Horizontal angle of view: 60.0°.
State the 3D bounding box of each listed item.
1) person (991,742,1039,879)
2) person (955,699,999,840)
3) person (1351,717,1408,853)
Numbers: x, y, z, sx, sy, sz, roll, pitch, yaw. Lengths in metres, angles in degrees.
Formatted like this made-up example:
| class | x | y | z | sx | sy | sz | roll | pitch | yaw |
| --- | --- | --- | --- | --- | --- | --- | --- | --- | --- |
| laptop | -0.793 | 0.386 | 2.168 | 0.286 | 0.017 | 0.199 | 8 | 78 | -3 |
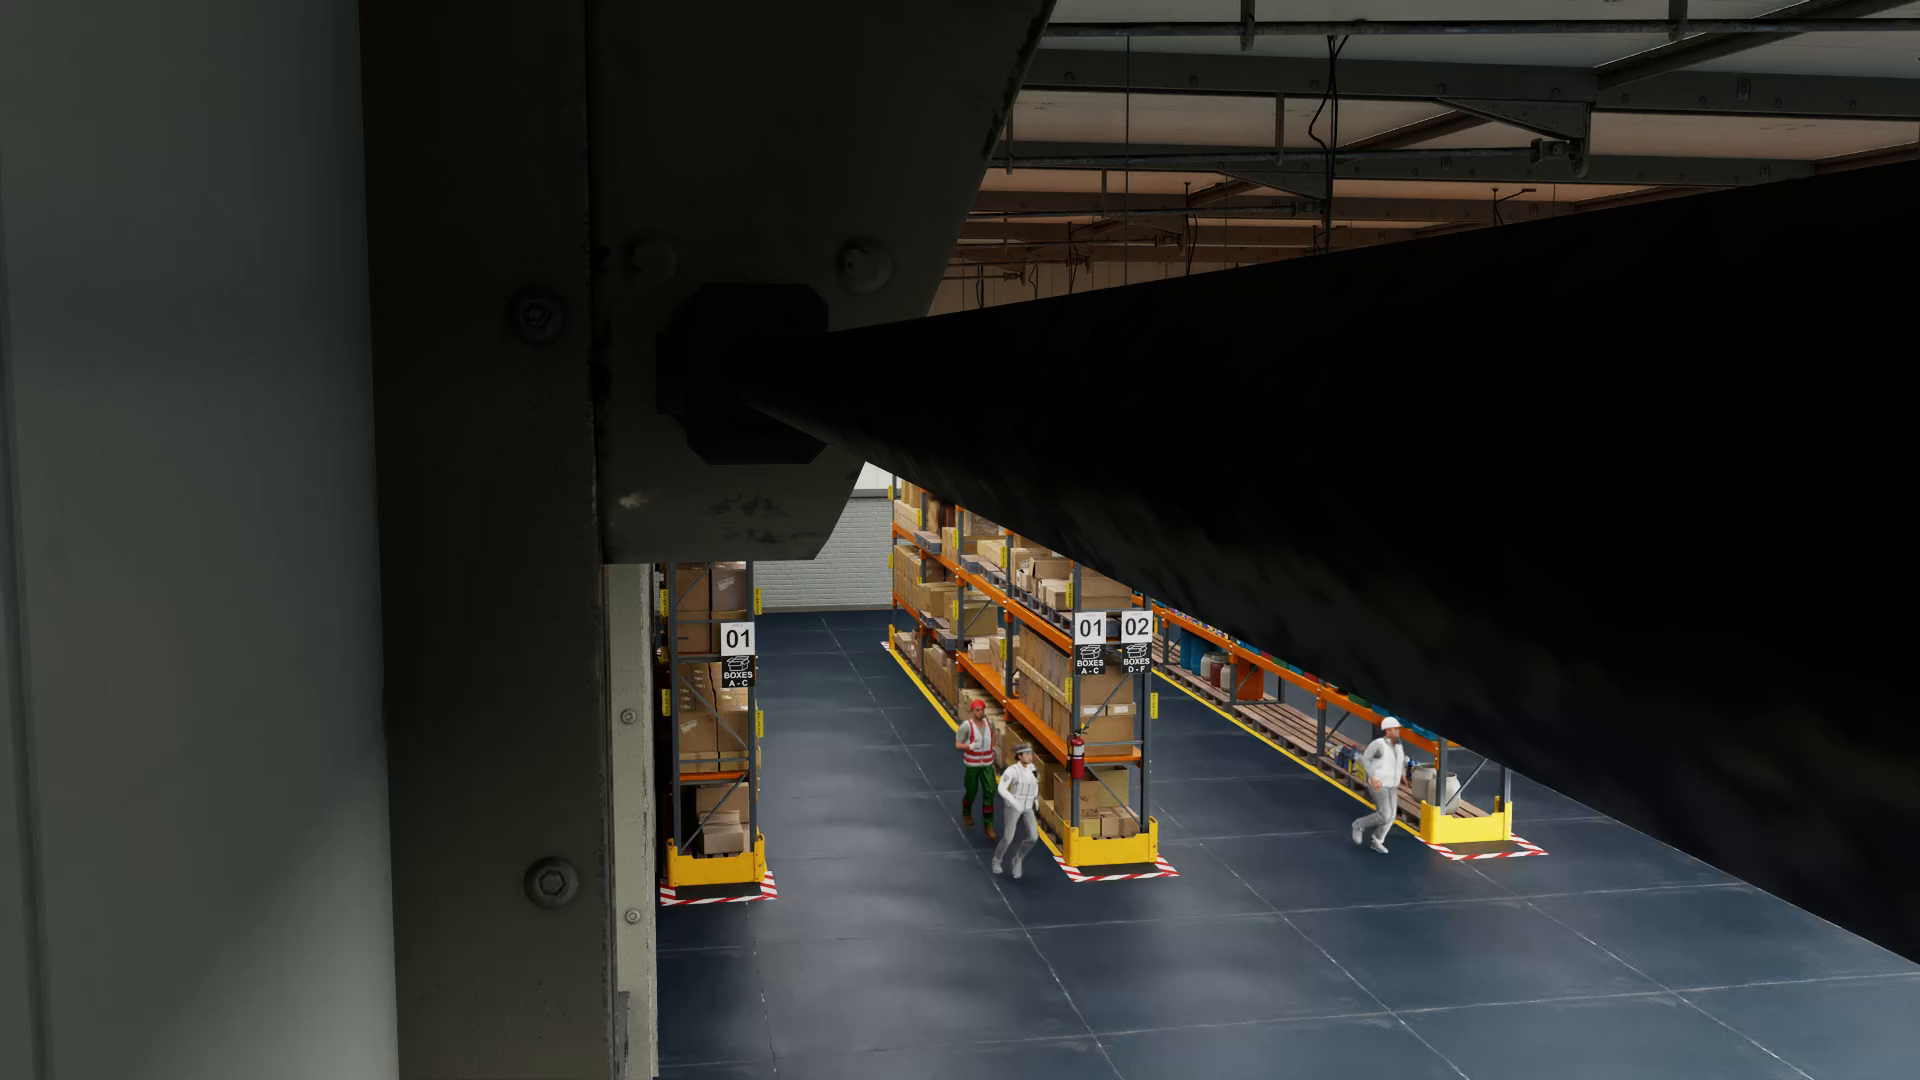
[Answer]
| class | x | y | z | sx | sy | sz | roll | pitch | yaw |
| --- | --- | --- | --- | --- | --- | --- | --- | --- | --- |
| person | 0.755 | 3.307 | 20.447 | 0.674 | 1.667 | 0.622 | -3 | 7 | -29 |
| person | 0.248 | 3.011 | 22.171 | 0.645 | 1.799 | 0.899 | -2 | 7 | -18 |
| person | 5.512 | 3.151 | 21.562 | 0.719 | 1.720 | 0.515 | -4 | 8 | -36 |
